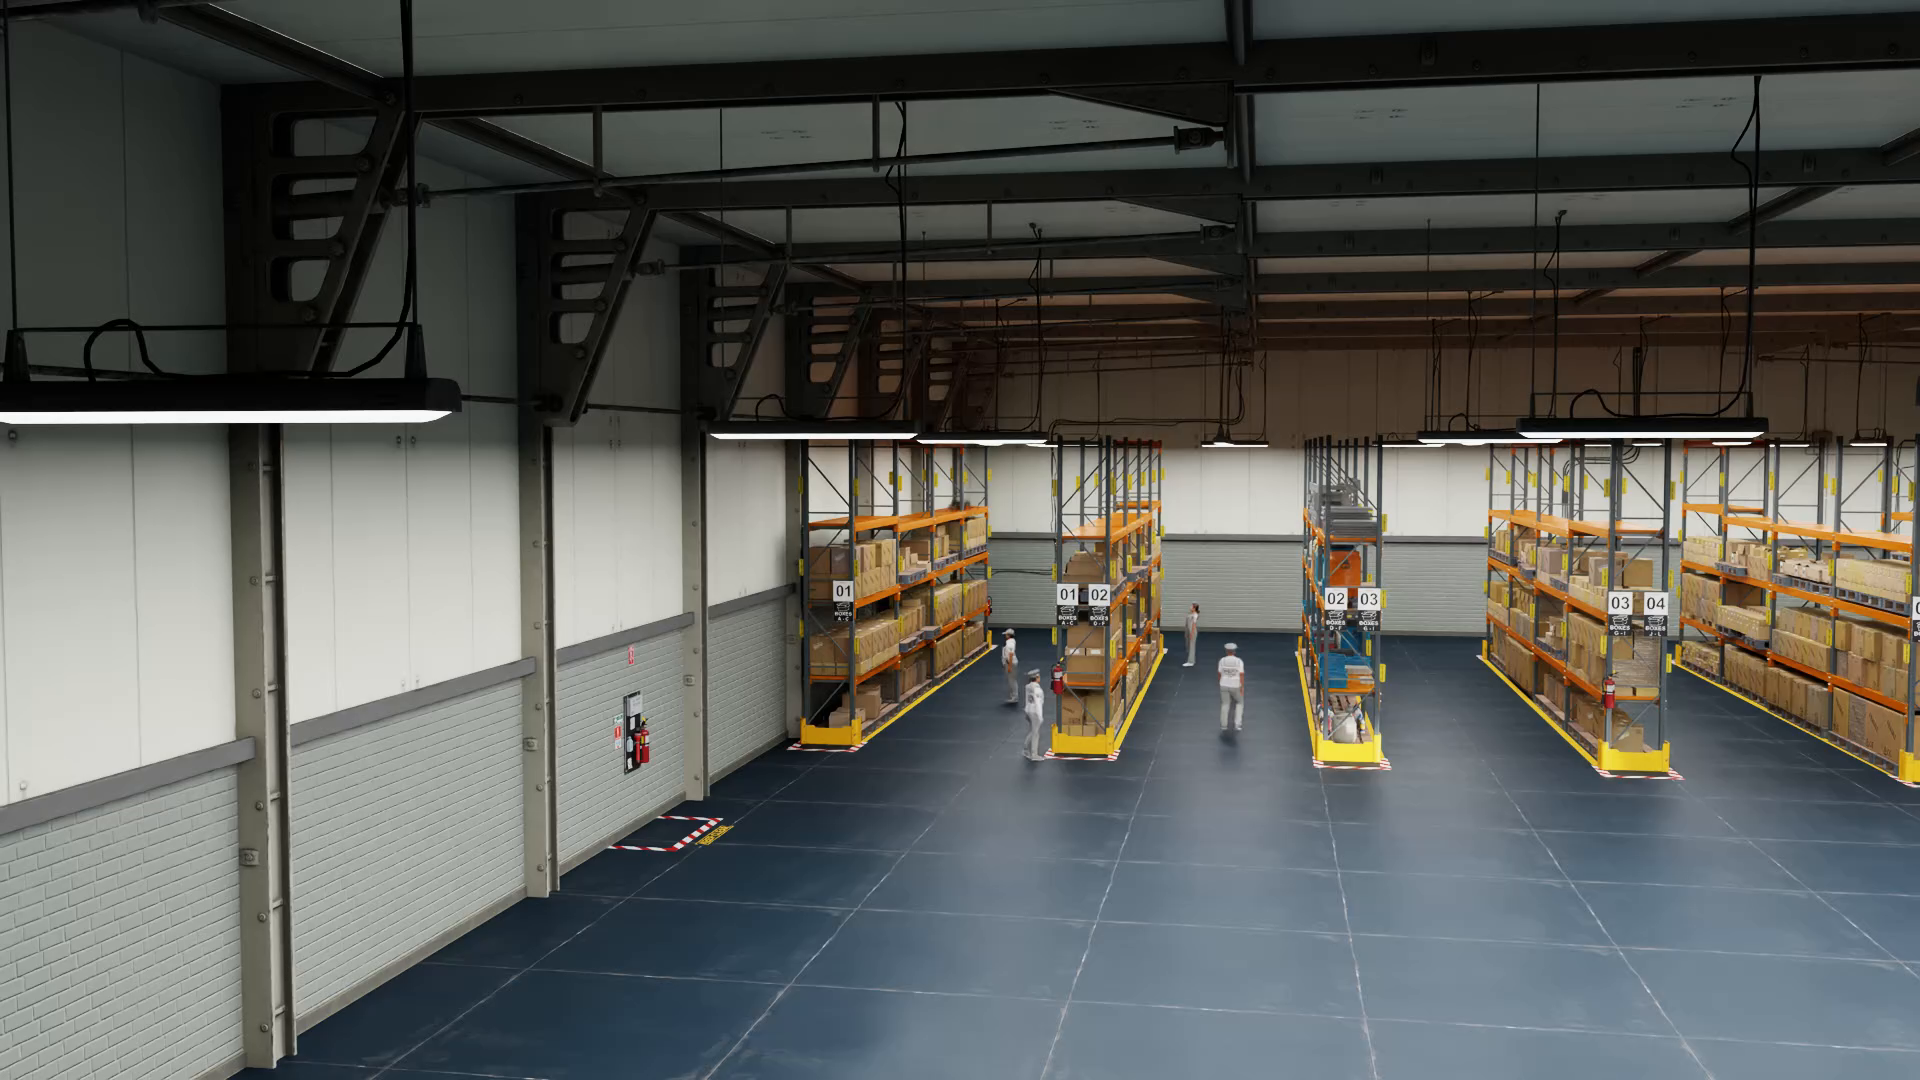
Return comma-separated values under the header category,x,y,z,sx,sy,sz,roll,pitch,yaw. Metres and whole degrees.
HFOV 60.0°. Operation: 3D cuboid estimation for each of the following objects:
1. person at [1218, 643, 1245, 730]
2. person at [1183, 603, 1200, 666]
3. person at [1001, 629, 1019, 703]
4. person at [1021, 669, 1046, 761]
category,x,y,z,sx,sy,sz,roll,pitch,yaw
person,5.558,3.035,33.960,0.583,1.859,0.562,2,4,37
person,6.117,2.508,44.273,0.543,1.669,0.474,-2,4,-30
person,1.133,2.867,37.713,0.412,1.704,0.572,0,3,0
person,1.378,3.236,30.695,0.354,1.702,0.567,-1,3,-23
